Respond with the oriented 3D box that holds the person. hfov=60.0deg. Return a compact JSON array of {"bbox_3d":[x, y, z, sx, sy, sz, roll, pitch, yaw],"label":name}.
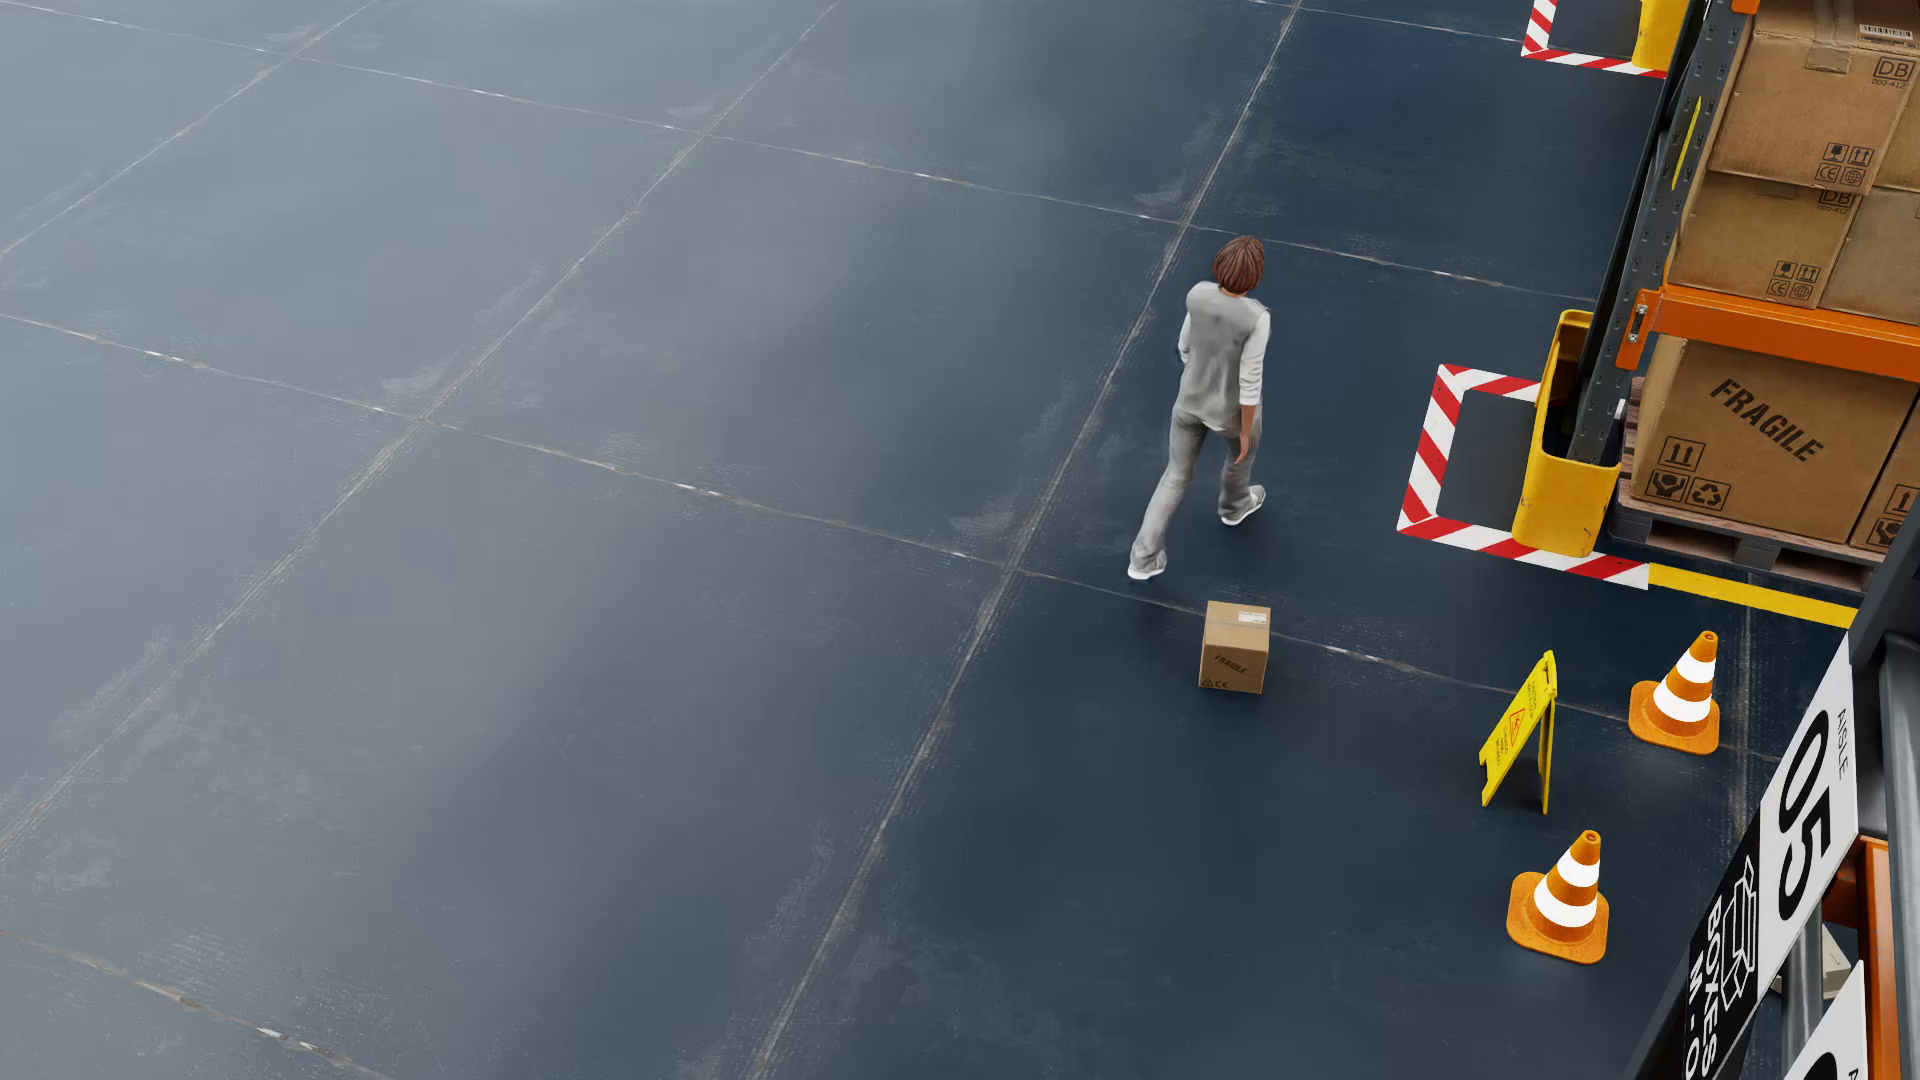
[{"bbox_3d":[1.029,-0.548,6.774,0.435,1.552,0.942,26,48,26],"label":"person"}]
